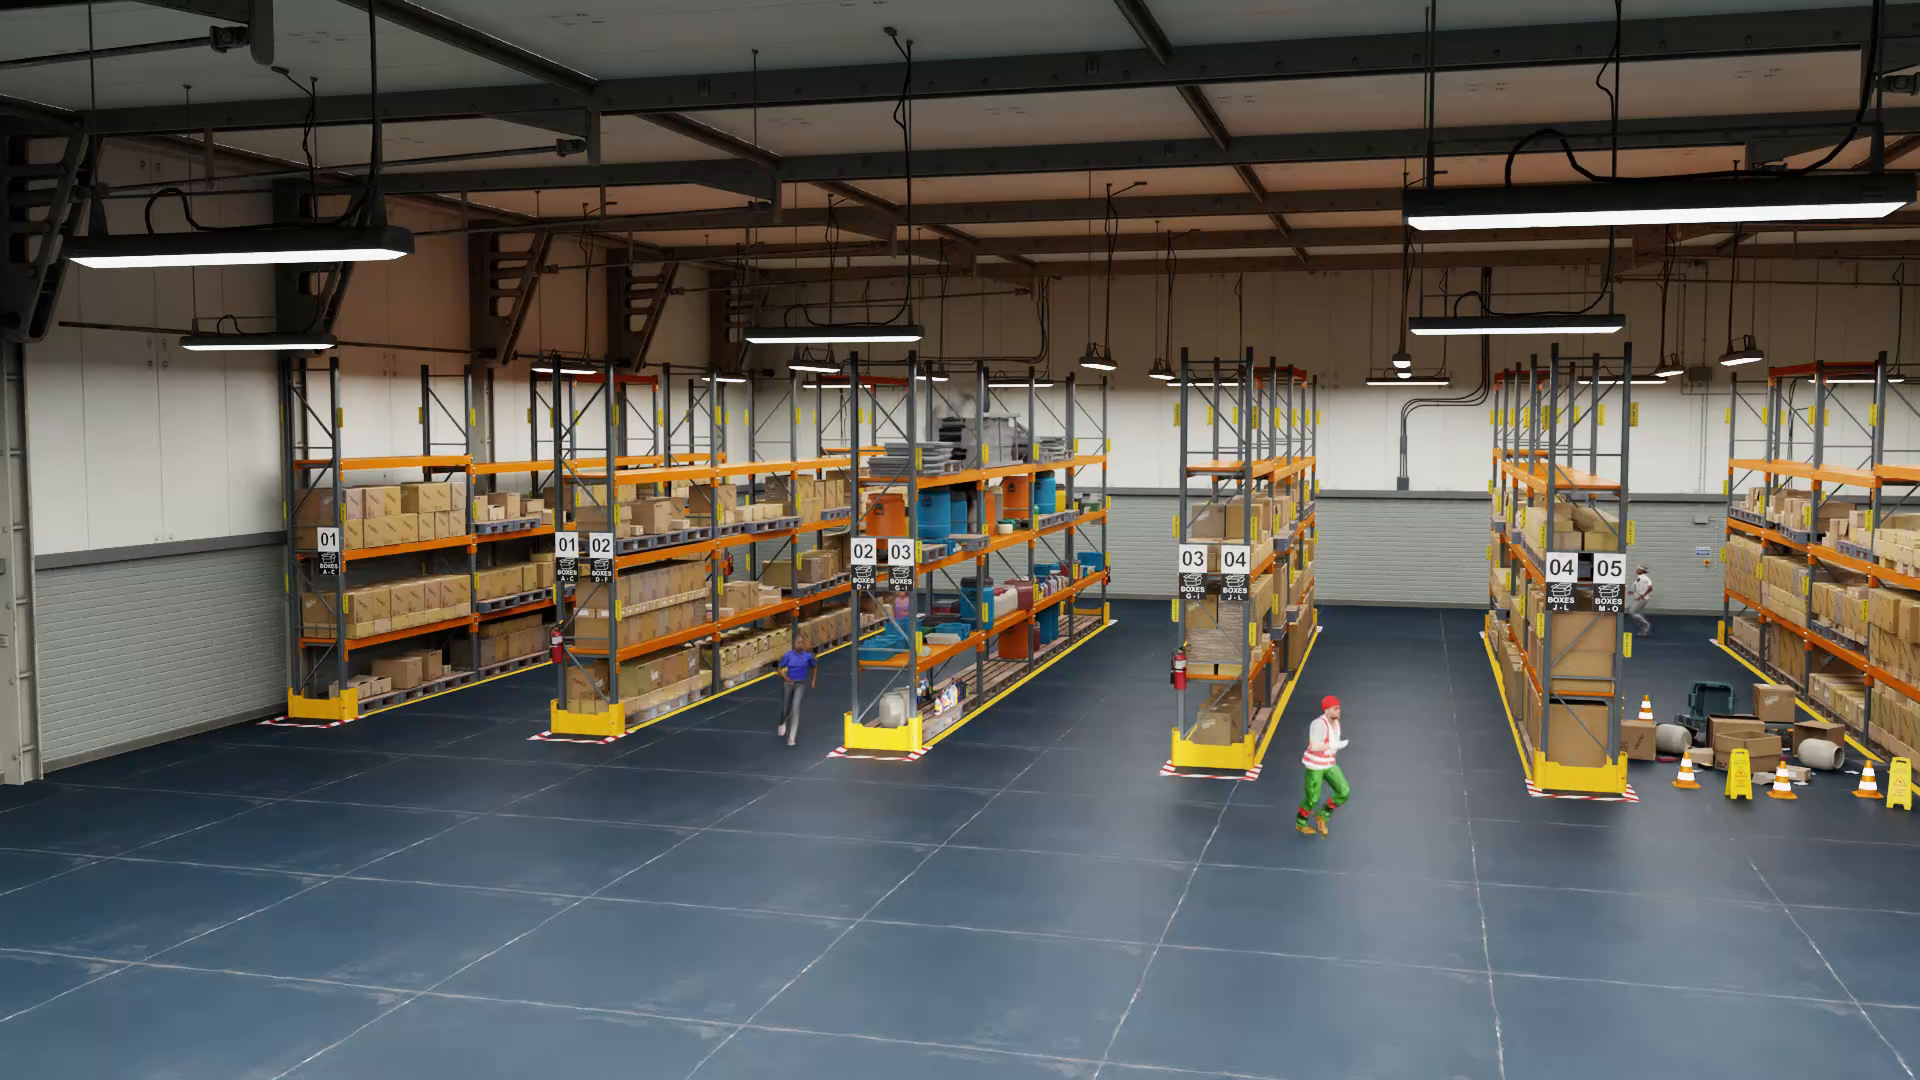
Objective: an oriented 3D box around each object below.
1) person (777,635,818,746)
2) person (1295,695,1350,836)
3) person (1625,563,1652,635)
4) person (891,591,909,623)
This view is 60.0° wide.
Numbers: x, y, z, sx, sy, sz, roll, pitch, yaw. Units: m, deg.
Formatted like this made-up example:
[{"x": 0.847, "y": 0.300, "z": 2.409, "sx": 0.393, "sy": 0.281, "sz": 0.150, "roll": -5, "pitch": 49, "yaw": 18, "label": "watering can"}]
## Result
[{"x": -2.511, "y": 2.298, "z": 25.741, "sx": 0.630, "sy": 1.634, "sz": 0.830, "roll": -1, "pitch": 4, "yaw": -7, "label": "person"}, {"x": 4.287, "y": 2.669, "z": 19.630, "sx": 0.628, "sy": 1.716, "sz": 0.828, "roll": -3, "pitch": 5, "yaw": -36, "label": "person"}, {"x": 15.606, "y": 1.360, "z": 38.236, "sx": 0.563, "sy": 1.655, "sz": 0.525, "roll": 1, "pitch": 4, "yaw": 11, "label": "person"}, {"x": -1.160, "y": 1.723, "z": 33.641, "sx": 0.542, "sy": 1.579, "sz": 0.886, "roll": 1, "pitch": 4, "yaw": 9, "label": "person"}]
